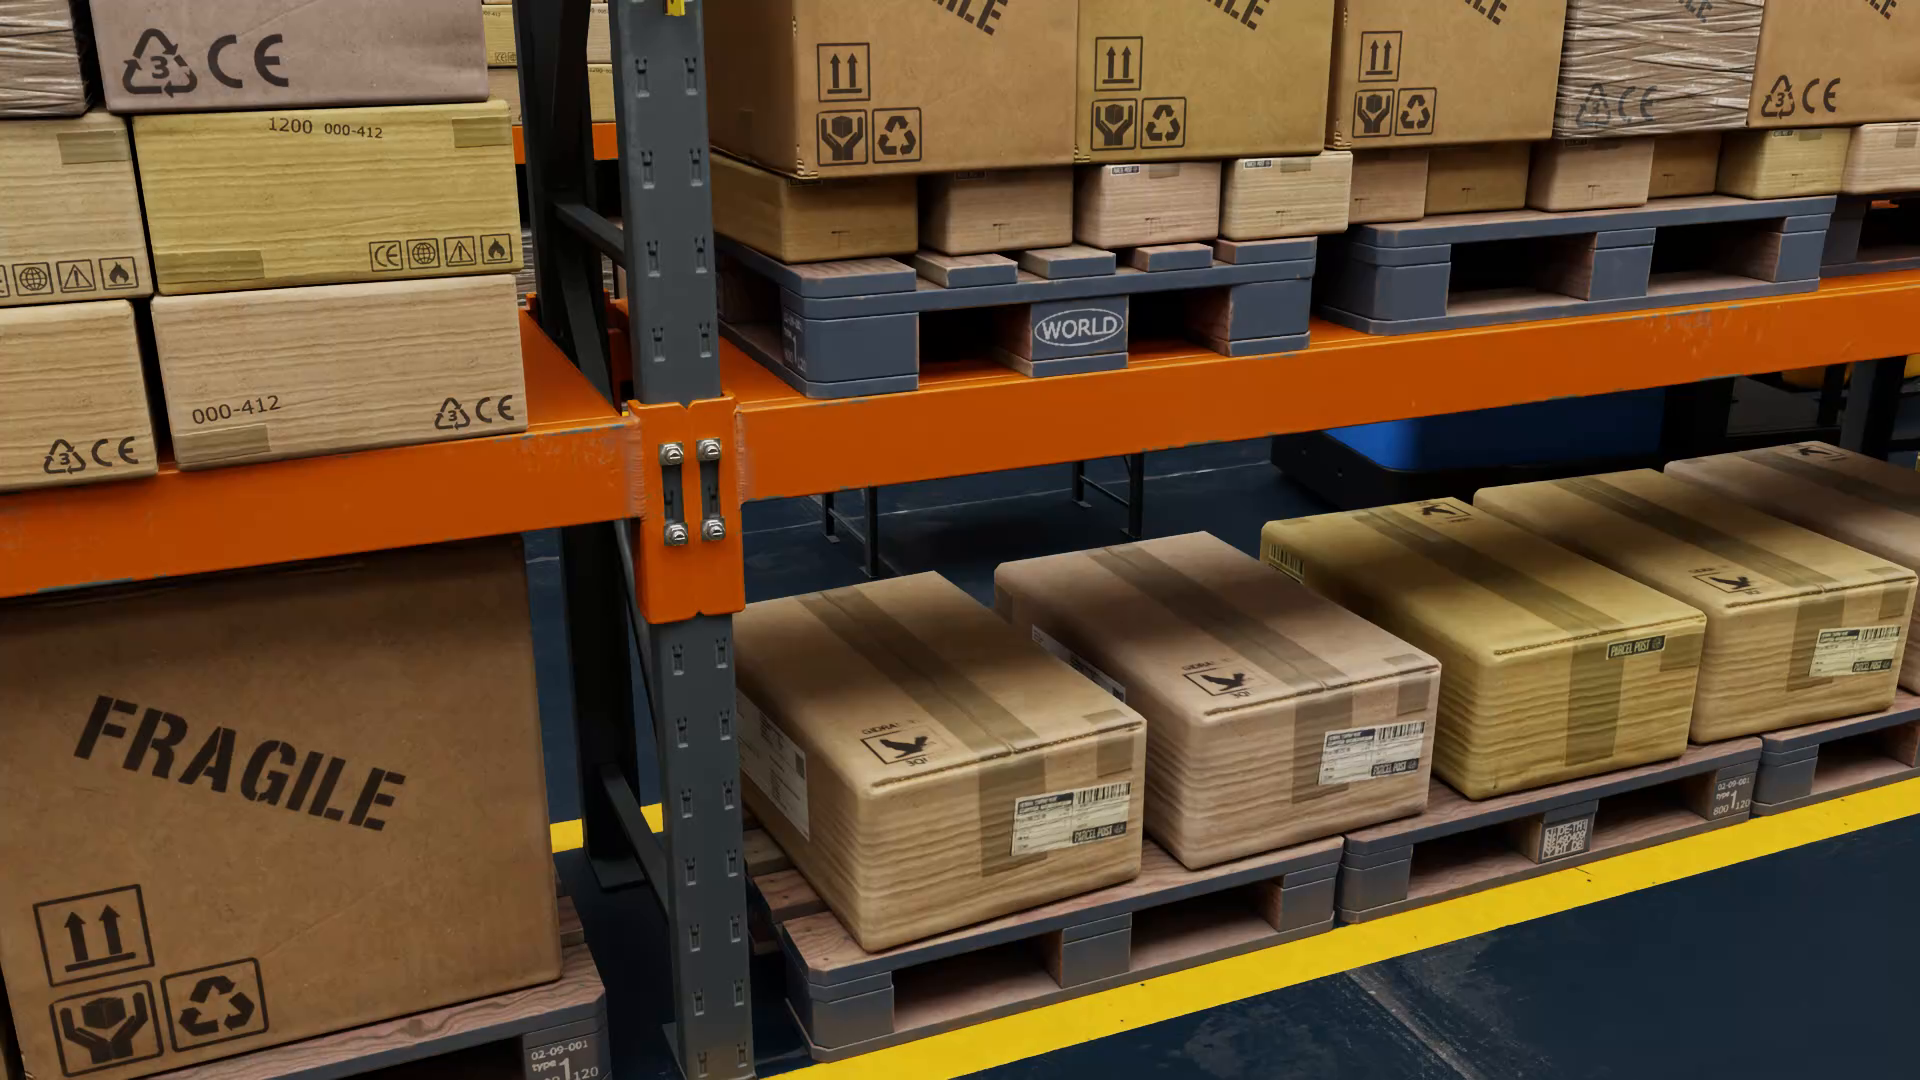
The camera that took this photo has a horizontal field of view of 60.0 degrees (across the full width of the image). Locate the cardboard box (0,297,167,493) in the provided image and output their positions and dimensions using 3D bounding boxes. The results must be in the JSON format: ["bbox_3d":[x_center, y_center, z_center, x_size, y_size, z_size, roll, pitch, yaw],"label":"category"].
[{"bbox_3d":[-1.463,-0.252,2.446,0.500,0.250,0.500,-8,21,-21],"label":"cardboard box"}]

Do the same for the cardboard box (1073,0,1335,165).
[{"bbox_3d":[0.342,-0.985,3.072,0.500,0.500,0.500,-7,21,-19],"label":"cardboard box"}]

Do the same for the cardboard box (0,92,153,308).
[{"bbox_3d":[-1.452,-0.495,2.385,0.500,0.250,0.500,-9,21,-23],"label":"cardboard box"}]

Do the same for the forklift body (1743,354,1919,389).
[{"bbox_3d":[3.719,-1.899,8.178,1.214,2.155,2.313,-8,21,-22],"label":"forklift body"}]

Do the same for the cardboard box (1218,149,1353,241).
[{"bbox_3d":[0.537,-0.684,3.195,0.250,0.149,0.380,-8,21,-22],"label":"cardboard box"}]

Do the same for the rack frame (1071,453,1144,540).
[{"bbox_3d":[0.545,-0.786,5.995,0.032,1.500,0.500,-8,21,-22],"label":"rack frame"}]

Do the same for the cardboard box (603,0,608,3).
[{"bbox_3d":[-1.493,-2.474,7.404,0.250,0.149,0.380,-8,21,-21],"label":"cardboard box"}]

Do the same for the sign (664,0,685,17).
[{"bbox_3d":[-0.416,-0.917,2.367,0.005,0.325,0.100,-8,21,-22],"label":"sign"}]

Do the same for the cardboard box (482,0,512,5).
[{"bbox_3d":[-1.954,-2.394,7.177,0.250,0.149,0.380,-8,21,-21],"label":"cardboard box"}]

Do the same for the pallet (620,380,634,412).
[{"bbox_3d":[-1.837,-0.834,8.074,1.213,0.211,1.003,-8,21,-22],"label":"pallet"}]

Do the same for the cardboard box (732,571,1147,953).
[{"bbox_3d":[-0.116,0.430,3.608,0.625,0.372,0.950,-10,22,-26],"label":"cardboard box"}]

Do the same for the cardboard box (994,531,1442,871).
[{"bbox_3d":[0.559,0.331,3.891,0.625,0.372,0.950,-9,21,-23],"label":"cardboard box"}]

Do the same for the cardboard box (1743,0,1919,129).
[{"bbox_3d":[1.770,-1.189,3.653,0.500,0.500,0.500,-7,21,-20],"label":"cardboard box"}]

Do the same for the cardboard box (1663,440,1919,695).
[{"bbox_3d":[2.554,0.045,4.702,0.625,0.372,0.950,-8,21,-21],"label":"cardboard box"}]

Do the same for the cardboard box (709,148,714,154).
[{"bbox_3d":[-0.431,-0.734,3.337,0.250,0.149,0.380,-7,21,-20],"label":"cardboard box"}]

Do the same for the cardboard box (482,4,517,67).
[{"bbox_3d":[-2.094,-2.194,7.211,0.500,0.250,0.500,-8,21,-22],"label":"cardboard box"}]

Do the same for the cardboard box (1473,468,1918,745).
[{"bbox_3d":[1.895,0.141,4.431,0.625,0.372,0.950,-7,21,-19],"label":"cardboard box"}]

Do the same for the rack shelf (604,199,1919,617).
[{"bbox_3d":[1.198,-0.464,3.906,4.000,0.370,1.077,-8,21,-22],"label":"rack shelf"}]

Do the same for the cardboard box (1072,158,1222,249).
[{"bbox_3d":[0.276,-0.655,3.110,0.250,0.149,0.380,-10,22,-25],"label":"cardboard box"}]

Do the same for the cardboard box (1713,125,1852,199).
[{"bbox_3d":[1.729,-0.864,3.706,0.250,0.149,0.380,-8,21,-22],"label":"cardboard box"}]

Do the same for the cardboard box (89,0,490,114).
[{"bbox_3d":[-1.010,-0.911,2.437,0.500,0.500,0.500,-9,21,-23],"label":"cardboard box"}]

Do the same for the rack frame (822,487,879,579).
[{"bbox_3d":[-0.388,-0.652,5.615,0.032,1.500,0.500,-8,21,-22],"label":"rack frame"}]

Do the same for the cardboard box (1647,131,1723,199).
[{"bbox_3d":[1.446,-0.861,3.696,0.250,0.149,0.380,-9,21,-24],"label":"cardboard box"}]

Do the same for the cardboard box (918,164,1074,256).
[{"bbox_3d":[0.006,-0.633,3.048,0.250,0.149,0.380,-10,22,-25],"label":"cardboard box"}]

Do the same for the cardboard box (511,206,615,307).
[{"bbox_3d":[-2.030,-1.209,7.883,0.625,0.625,0.875,-7,21,-20],"label":"cardboard box"}]

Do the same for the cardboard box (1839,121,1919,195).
[{"bbox_3d":[1.967,-0.885,3.765,0.250,0.149,0.380,-8,21,-21],"label":"cardboard box"}]

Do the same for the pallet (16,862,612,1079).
[{"bbox_3d":[-1.392,0.856,3.273,1.213,0.211,1.003,-8,21,-22],"label":"pallet"}]

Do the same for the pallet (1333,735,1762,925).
[{"bbox_3d":[1.198,0.514,4.245,1.213,0.211,1.003,-8,21,-22],"label":"pallet"}]

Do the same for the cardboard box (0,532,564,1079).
[{"bbox_3d":[-1.306,0.330,3.136,0.875,0.875,0.875,-8,21,-22],"label":"cardboard box"}]

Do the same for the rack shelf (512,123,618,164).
[{"bbox_3d":[-0.772,-1.977,8.203,4.000,0.370,1.077,-8,21,-22],"label":"rack shelf"}]

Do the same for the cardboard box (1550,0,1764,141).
[{"bbox_3d":[1.289,-1.120,3.456,0.500,0.500,0.500,-9,21,-24],"label":"cardboard box"}]

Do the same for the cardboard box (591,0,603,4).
[{"bbox_3d":[-1.728,-2.436,7.295,0.250,0.149,0.380,-8,21,-20],"label":"cardboard box"}]

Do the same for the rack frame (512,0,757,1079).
[{"bbox_3d":[-0.639,-0.540,3.039,0.127,3.000,1.000,-8,21,-22],"label":"rack frame"}]

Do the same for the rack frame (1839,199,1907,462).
[{"bbox_3d":[3.034,-1.066,4.534,0.127,3.000,1.000,-8,21,-22],"label":"rack frame"}]

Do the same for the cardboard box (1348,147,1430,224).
[{"bbox_3d":[0.727,-0.740,3.353,0.250,0.149,0.380,-7,21,-19],"label":"cardboard box"}]

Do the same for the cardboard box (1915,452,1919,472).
[{"bbox_3d":[3.471,-0.127,5.374,0.500,0.250,0.500,-7,21,-19],"label":"cardboard box"}]

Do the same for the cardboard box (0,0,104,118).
[{"bbox_3d":[-1.477,-0.841,2.238,0.500,0.500,0.500,-8,21,-21],"label":"cardboard box"}]

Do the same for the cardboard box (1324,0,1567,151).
[{"bbox_3d":[0.827,-1.057,3.276,0.500,0.500,0.500,-8,21,-21],"label":"cardboard box"}]

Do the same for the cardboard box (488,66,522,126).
[{"bbox_3d":[-2.104,-1.966,7.316,0.500,0.250,0.500,-8,21,-22],"label":"cardboard box"}]

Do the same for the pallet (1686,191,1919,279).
[{"bbox_3d":[2.275,-0.920,4.406,1.213,0.211,1.003,-8,21,-22],"label":"pallet"}]

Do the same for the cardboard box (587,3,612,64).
[{"bbox_3d":[-1.644,-2.268,7.419,0.500,0.250,0.500,-7,21,-20],"label":"cardboard box"}]

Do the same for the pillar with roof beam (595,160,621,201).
[{"bbox_3d":[-0.063,-4.016,3.880,0.400,9.000,9.100,-8,21,-22],"label":"pillar with roof beam"}]

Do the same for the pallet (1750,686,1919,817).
[{"bbox_3d":[2.320,0.352,4.705,1.213,0.211,1.003,-8,21,-22],"label":"pallet"}]

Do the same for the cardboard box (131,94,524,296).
[{"bbox_3d":[-0.983,-0.564,2.580,0.500,0.250,0.500,-8,21,-22],"label":"cardboard box"}]

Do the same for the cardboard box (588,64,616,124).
[{"bbox_3d":[-1.640,-2.031,7.499,0.500,0.250,0.500,-9,21,-23],"label":"cardboard box"}]

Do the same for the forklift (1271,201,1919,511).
[{"bbox_3d":[2.826,-1.607,6.174,3.031,2.935,1.130,-5,20,-13],"label":"forklift"}]

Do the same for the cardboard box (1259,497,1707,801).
[{"bbox_3d":[1.257,0.233,4.169,0.625,0.372,0.950,-7,21,-20],"label":"cardboard box"}]

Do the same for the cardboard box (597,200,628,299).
[{"bbox_3d":[-1.433,-1.297,8.134,0.625,0.625,0.875,-7,21,-20],"label":"cardboard box"}]

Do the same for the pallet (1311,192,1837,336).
[{"bbox_3d":[1.163,-0.722,3.846,1.213,0.211,1.003,-8,21,-22],"label":"pallet"}]

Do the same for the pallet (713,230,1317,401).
[{"bbox_3d":[-0.026,-0.576,3.430,1.003,0.211,1.213,-8,21,-22],"label":"pallet"}]

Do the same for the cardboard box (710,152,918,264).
[{"bbox_3d":[-0.266,-0.606,2.972,0.250,0.149,0.380,-9,22,-25],"label":"cardboard box"}]

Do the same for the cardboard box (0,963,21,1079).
[{"bbox_3d":[-2.126,0.446,2.807,0.875,0.875,0.875,-8,21,-21],"label":"cardboard box"}]

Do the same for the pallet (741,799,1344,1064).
[{"bbox_3d":[0.080,0.673,3.793,1.213,0.211,1.003,-8,21,-22],"label":"pallet"}]

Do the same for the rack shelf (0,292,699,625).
[{"bbox_3d":[-2.475,0.062,2.411,4.000,0.370,1.077,-8,21,-22],"label":"rack shelf"}]

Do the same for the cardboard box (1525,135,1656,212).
[{"bbox_3d":[1.237,-0.803,3.533,0.250,0.149,0.380,-7,21,-20],"label":"cardboard box"}]

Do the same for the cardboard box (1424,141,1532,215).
[{"bbox_3d":[0.971,-0.789,3.492,0.250,0.149,0.380,-7,21,-20],"label":"cardboard box"}]

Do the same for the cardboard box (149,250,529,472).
[{"bbox_3d":[-1.000,-0.324,2.650,0.500,0.250,0.500,-9,21,-24],"label":"cardboard box"}]

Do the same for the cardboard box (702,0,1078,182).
[{"bbox_3d":[-0.134,-0.914,2.871,0.500,0.500,0.500,-9,21,-23],"label":"cardboard box"}]

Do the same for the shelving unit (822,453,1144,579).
[{"bbox_3d":[0.078,-0.719,5.805,1.048,1.500,0.538,-8,21,-22],"label":"shelving unit"}]
